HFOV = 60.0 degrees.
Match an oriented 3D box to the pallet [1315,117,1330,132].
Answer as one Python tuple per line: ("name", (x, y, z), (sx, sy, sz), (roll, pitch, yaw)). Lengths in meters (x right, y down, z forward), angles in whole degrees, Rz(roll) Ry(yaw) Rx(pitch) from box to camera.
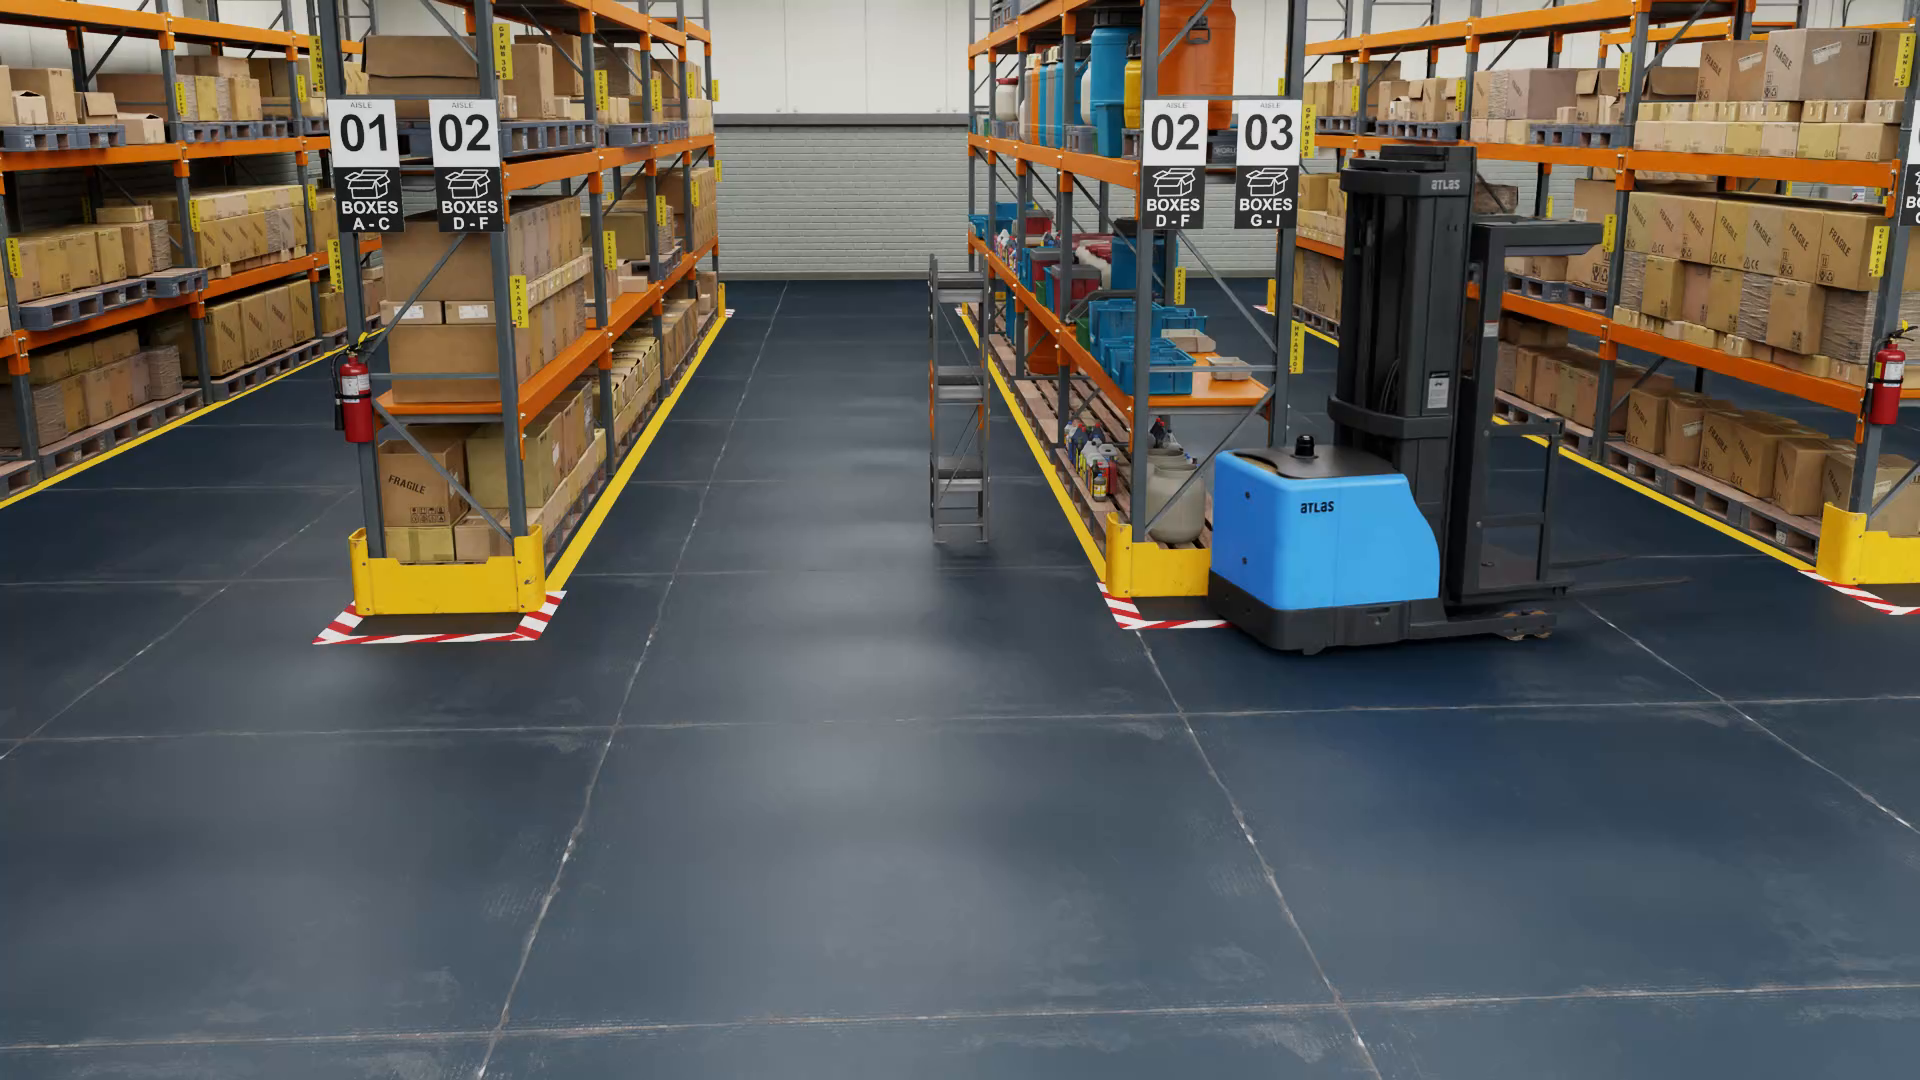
("pallet", (5.718, -6.080, 24.294), (1.003, 0.211, 1.213), (-1, 14, -3))

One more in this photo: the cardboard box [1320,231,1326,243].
("cardboard box", (5.420, -4.369, 23.990), (0.380, 0.149, 0.250), (-1, 14, -2))

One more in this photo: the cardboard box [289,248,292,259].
("cardboard box", (-8.687, -3.615, 21.021), (0.380, 0.149, 0.250), (0, 14, -2))

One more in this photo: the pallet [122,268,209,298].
("pallet", (-8.603, -2.671, 17.272), (1.213, 0.211, 1.003), (-1, 14, -3))

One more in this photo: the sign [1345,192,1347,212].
("sign", (5.277, -4.612, 22.536), (0.100, 0.325, 0.005), (-1, 14, -3))

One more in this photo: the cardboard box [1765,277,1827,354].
("cardboard box", (6.416, -1.631, 12.049), (0.875, 0.500, 0.500), (-1, 14, -3))

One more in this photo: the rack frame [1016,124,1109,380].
("rack frame", (1.135, -3.092, 18.525), (1.000, 3.000, 0.127), (-1, 14, -3))

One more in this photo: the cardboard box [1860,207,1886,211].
("cardboard box", (6.788, -2.121, 11.947), (0.500, 0.500, 0.500), (-1, 14, -3))

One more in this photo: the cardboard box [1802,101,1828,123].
("cardboard box", (6.180, -3.011, 11.692), (0.380, 0.149, 0.250), (-1, 14, -3))

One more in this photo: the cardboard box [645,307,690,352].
("cardboard box", (-3.688, -2.648, 20.932), (0.500, 0.500, 0.500), (-1, 14, -3))

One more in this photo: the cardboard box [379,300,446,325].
("cardboard box", (-3.528, -1.482, 10.763), (0.380, 0.149, 0.250), (-1, 14, -4))

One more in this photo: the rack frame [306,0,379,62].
("rack frame", (-9.249, -7.834, 24.916), (1.000, 3.000, 0.127), (-1, 14, -3))

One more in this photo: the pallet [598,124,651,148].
("pallet", (-3.606, -3.933, 16.150), (1.003, 0.211, 1.213), (0, 14, -1))

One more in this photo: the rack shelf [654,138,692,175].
("rack shelf", (-3.933, -4.618, 19.881), (1.077, 0.370, 4.000), (-1, 14, -3))

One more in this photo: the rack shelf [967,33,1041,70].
("rack shelf", (0.763, -6.948, 23.717), (1.077, 0.370, 4.000), (-1, 14, -3))

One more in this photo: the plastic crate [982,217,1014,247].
("plastic crate", (0.518, -4.219, 22.817), (0.392, 0.384, 0.575), (-1, 14, -3))

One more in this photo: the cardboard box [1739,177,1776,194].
("cardboard box", (11.002, -5.008, 23.165), (0.500, 0.500, 0.500), (-1, 14, -2))

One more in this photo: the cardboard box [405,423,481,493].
("cardboard box", (-3.720, -0.639, 12.162), (0.500, 0.500, 0.500), (-1, 14, -3))

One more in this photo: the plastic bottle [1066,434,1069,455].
("plastic bottle", (0.971, -0.844, 14.520), (0.097, 0.201, 0.097), (0, 14, 0))

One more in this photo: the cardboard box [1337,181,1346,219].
("cardboard box", (5.535, -4.708, 23.005), (0.500, 0.500, 0.500), (0, 14, -2))

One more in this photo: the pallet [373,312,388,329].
("pallet", (-9.121, -3.381, 25.243), (1.003, 0.211, 1.213), (-1, 14, -3))

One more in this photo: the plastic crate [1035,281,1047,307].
("plastic crate", (0.993, -2.424, 16.352), (0.450, 0.188, 0.662), (-1, 14, -3))

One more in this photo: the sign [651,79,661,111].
("sign", (-3.255, -4.765, 17.809), (0.100, 0.325, 0.005), (-1, 14, -3))

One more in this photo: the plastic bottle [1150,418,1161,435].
("plastic bottle", (1.710, -0.872, 14.329), (0.144, 0.351, 0.185), (-1, 14, -5))

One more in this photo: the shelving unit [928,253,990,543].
("shelving unit", (-0.010, -1.058, 12.425), (0.431, 2.100, 0.503), (-1, 14, -3))

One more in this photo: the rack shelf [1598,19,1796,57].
("rack shelf", (10.663, -7.268, 24.164), (1.077, 0.370, 4.000), (-1, 14, -3))

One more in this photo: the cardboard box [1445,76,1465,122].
("cardboard box", (5.969, -5.025, 18.969), (0.797, 0.503, 0.637), (0, 14, 0))

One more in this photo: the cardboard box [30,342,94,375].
("cardboard box", (-8.634, -1.732, 15.866), (0.500, 0.250, 0.500), (-1, 14, -5))

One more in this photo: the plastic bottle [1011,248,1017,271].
("plastic bottle", (0.657, -3.307, 19.619), (0.097, 0.271, 0.097), (0, 14, 0))

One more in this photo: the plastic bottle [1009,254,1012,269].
("plastic bottle", (0.638, -3.346, 19.910), (0.097, 0.201, 0.097), (0, 14, 0))

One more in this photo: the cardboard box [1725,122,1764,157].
("cardboard box", (6.197, -3.052, 12.649), (0.500, 0.250, 0.500), (-1, 14, -4))

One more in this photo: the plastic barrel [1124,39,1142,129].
("plastic barrel", (1.433, -3.131, 11.437), (0.600, 0.588, 0.600), (0, 14, 0))

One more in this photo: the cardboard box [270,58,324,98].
("cardboard box", (-8.765, -6.111, 21.990), (0.500, 0.500, 0.500), (-1, 14, -4))

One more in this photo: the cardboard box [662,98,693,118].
("cardboard box", (-3.839, -5.758, 22.165), (0.500, 0.250, 0.500), (-1, 14, -3))

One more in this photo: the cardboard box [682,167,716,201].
("cardboard box", (-4.003, -5.433, 25.414), (0.500, 0.500, 0.500), (-1, 14, -4))

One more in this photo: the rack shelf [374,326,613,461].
("rack shelf", (-3.438, -1.176, 12.522), (1.077, 0.370, 4.000), (-1, 14, -3))

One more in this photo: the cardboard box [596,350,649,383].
("cardboard box", (-3.464, -1.779, 16.970), (0.500, 0.311, 0.500), (-1, 14, -4))

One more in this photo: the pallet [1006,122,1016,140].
("pallet", (1.106, -4.973, 20.193), (1.003, 0.211, 1.213), (-1, 14, -3))

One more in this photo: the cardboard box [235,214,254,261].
("cardboard box", (-8.581, -3.520, 19.350), (0.500, 0.500, 0.500), (-1, 14, -4))

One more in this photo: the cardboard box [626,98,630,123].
("cardboard box", (-3.725, -4.488, 17.389), (0.500, 0.250, 0.500), (-2, 15, -8))

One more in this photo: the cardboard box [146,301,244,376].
("cardboard box", (-8.668, -2.287, 18.865), (0.750, 0.750, 0.750), (-1, 14, -4))

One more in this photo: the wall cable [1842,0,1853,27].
("wall cable", (18.373, -9.690, 32.052), (2.988, 3.039, 0.133), (-1, 14, -3))

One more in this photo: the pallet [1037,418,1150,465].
("pallet", (1.295, -0.942, 15.763), (1.003, 0.211, 1.213), (-1, 14, -3))

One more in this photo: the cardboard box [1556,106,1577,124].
("cardboard box", (6.110, -4.182, 16.365), (0.380, 0.166, 0.250), (-1, 14, -5))

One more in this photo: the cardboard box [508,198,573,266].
("cardboard box", (-3.495, -2.463, 13.274), (0.700, 0.500, 0.500), (-1, 14, -4))

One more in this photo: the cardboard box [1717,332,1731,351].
("cardboard box", (6.206, -1.560, 13.073), (0.380, 0.149, 0.250), (-1, 14, -3))

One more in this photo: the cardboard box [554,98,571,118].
("cardboard box", (-3.214, -3.328, 12.803), (0.380, 0.149, 0.250), (-1, 14, -3))

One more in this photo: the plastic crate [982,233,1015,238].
("plastic crate", (0.549, -4.257, 23.484), (0.437, 0.125, 0.590), (-1, 14, -3))

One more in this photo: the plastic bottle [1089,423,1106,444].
("plastic bottle", (1.162, -0.823, 14.137), (0.144, 0.351, 0.185), (-1, 14, -3))

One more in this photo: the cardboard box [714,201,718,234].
("cardboard box", (-4.006, -4.948, 25.535), (0.500, 0.500, 0.500), (0, 14, -2))

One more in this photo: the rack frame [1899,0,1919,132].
("rack frame", (6.574, -4.085, 10.342), (1.000, 3.000, 0.127), (-1, 14, -3))

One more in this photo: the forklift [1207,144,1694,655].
("forklift", (3.153, -0.927, 10.246), (3.031, 2.935, 1.130), (-4, 15, -15))

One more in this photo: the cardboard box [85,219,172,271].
("cardboard box", (-8.714, -3.084, 17.410), (0.700, 0.500, 0.500), (-3, 15, -10))

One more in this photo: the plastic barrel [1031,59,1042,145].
("plastic barrel", (1.010, -4.383, 16.659), (0.600, 0.830, 0.708), (-1, 14, -3))

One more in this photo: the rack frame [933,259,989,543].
("rack frame", (0.005, -0.997, 12.189), (0.400, 2.100, 0.015), (-1, 14, -3))
